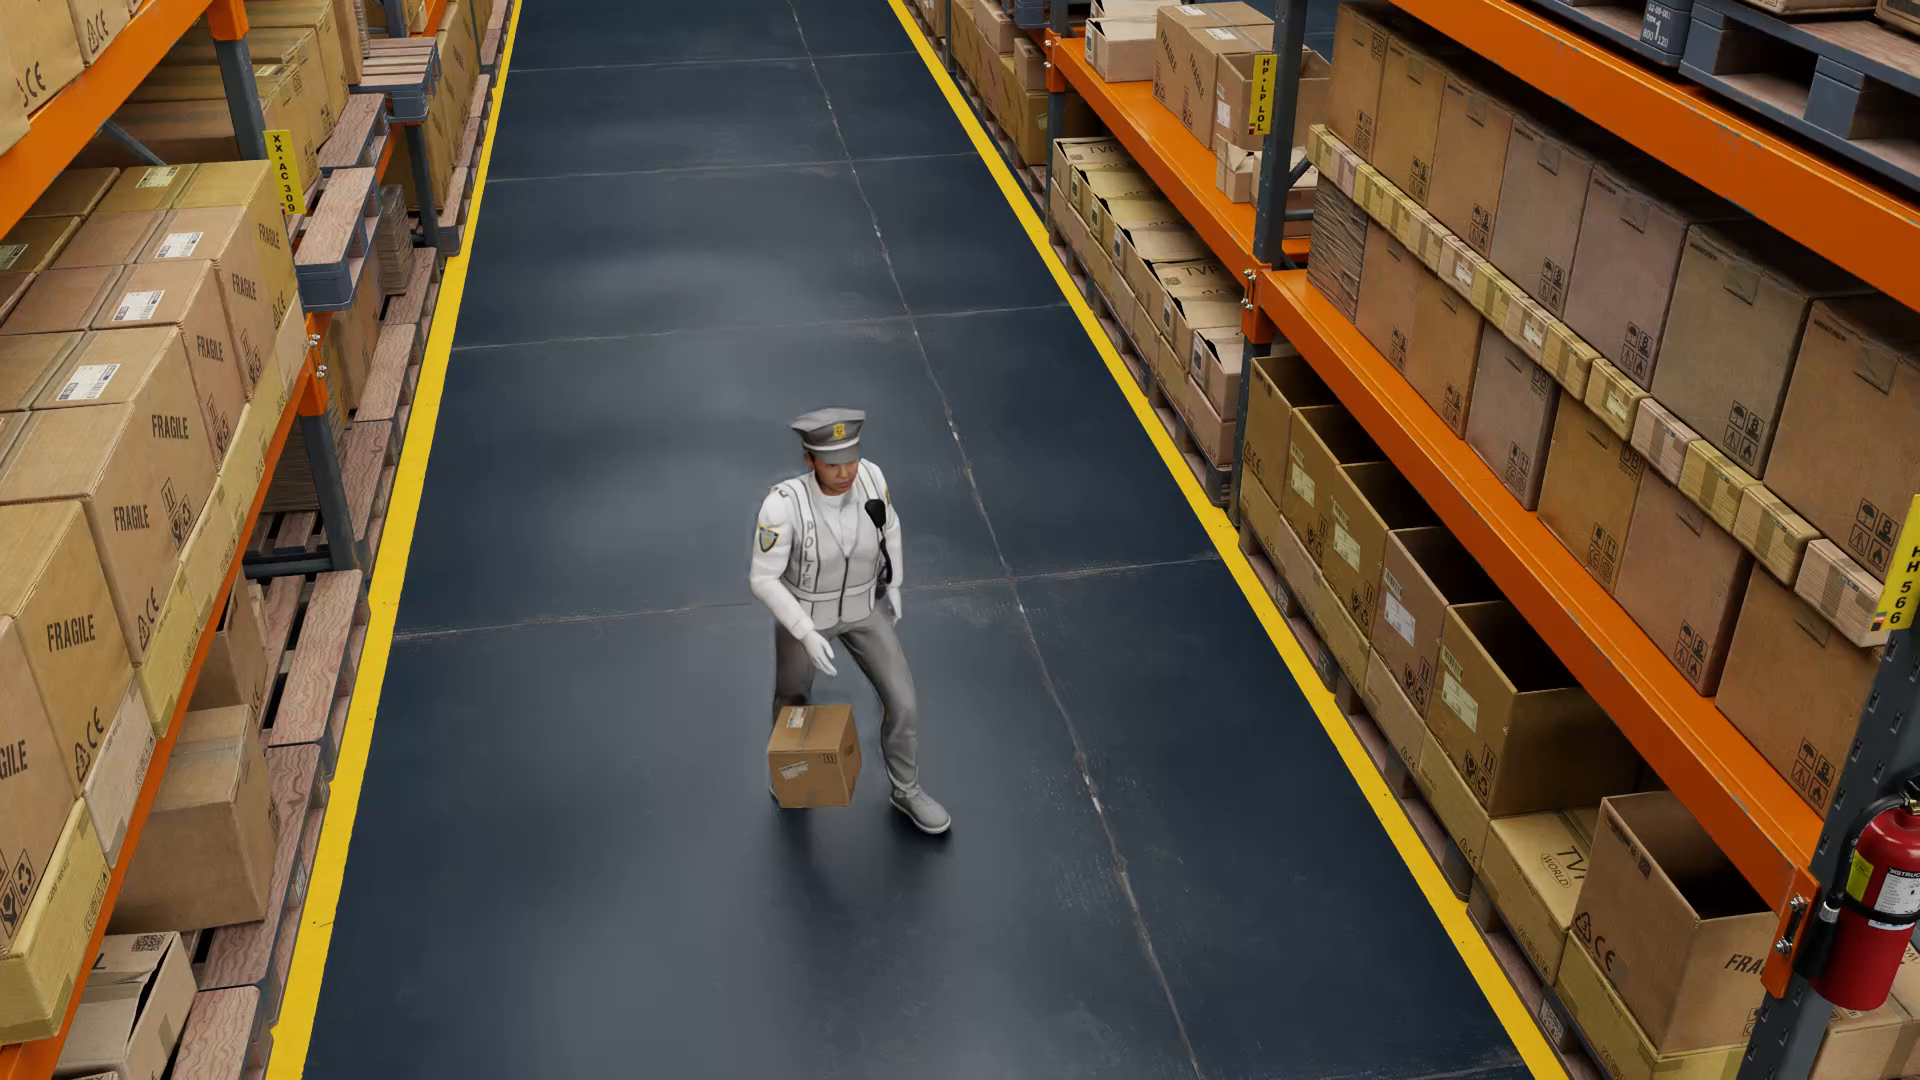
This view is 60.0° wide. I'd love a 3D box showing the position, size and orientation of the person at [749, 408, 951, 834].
[{"bbox_3d":[-0.432,0.264,5.701,0.605,1.645,0.700,-13,33,-21],"label":"person"}]
